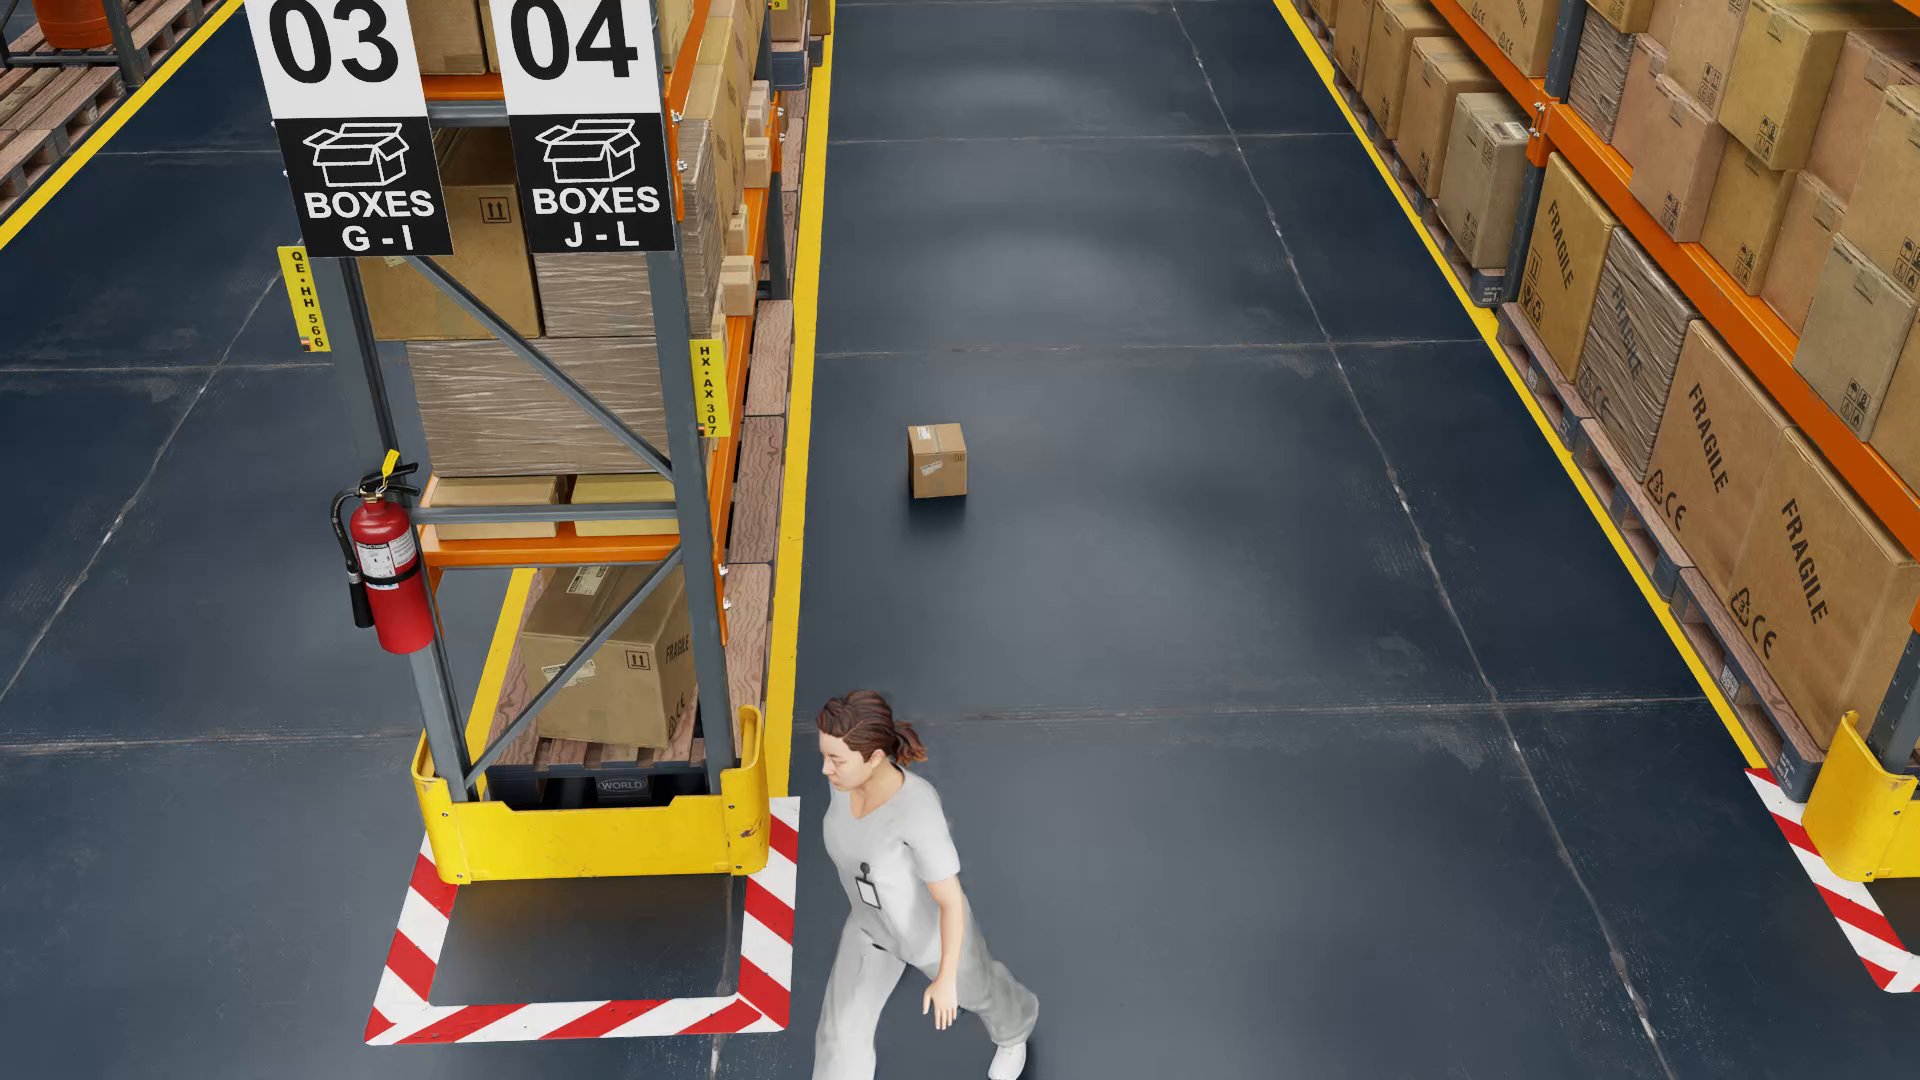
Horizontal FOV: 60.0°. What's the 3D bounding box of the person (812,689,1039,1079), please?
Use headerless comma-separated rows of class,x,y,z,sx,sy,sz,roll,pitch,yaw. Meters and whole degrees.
person,-0.164,1.091,4.622,0.527,1.606,1.008,23,41,29
